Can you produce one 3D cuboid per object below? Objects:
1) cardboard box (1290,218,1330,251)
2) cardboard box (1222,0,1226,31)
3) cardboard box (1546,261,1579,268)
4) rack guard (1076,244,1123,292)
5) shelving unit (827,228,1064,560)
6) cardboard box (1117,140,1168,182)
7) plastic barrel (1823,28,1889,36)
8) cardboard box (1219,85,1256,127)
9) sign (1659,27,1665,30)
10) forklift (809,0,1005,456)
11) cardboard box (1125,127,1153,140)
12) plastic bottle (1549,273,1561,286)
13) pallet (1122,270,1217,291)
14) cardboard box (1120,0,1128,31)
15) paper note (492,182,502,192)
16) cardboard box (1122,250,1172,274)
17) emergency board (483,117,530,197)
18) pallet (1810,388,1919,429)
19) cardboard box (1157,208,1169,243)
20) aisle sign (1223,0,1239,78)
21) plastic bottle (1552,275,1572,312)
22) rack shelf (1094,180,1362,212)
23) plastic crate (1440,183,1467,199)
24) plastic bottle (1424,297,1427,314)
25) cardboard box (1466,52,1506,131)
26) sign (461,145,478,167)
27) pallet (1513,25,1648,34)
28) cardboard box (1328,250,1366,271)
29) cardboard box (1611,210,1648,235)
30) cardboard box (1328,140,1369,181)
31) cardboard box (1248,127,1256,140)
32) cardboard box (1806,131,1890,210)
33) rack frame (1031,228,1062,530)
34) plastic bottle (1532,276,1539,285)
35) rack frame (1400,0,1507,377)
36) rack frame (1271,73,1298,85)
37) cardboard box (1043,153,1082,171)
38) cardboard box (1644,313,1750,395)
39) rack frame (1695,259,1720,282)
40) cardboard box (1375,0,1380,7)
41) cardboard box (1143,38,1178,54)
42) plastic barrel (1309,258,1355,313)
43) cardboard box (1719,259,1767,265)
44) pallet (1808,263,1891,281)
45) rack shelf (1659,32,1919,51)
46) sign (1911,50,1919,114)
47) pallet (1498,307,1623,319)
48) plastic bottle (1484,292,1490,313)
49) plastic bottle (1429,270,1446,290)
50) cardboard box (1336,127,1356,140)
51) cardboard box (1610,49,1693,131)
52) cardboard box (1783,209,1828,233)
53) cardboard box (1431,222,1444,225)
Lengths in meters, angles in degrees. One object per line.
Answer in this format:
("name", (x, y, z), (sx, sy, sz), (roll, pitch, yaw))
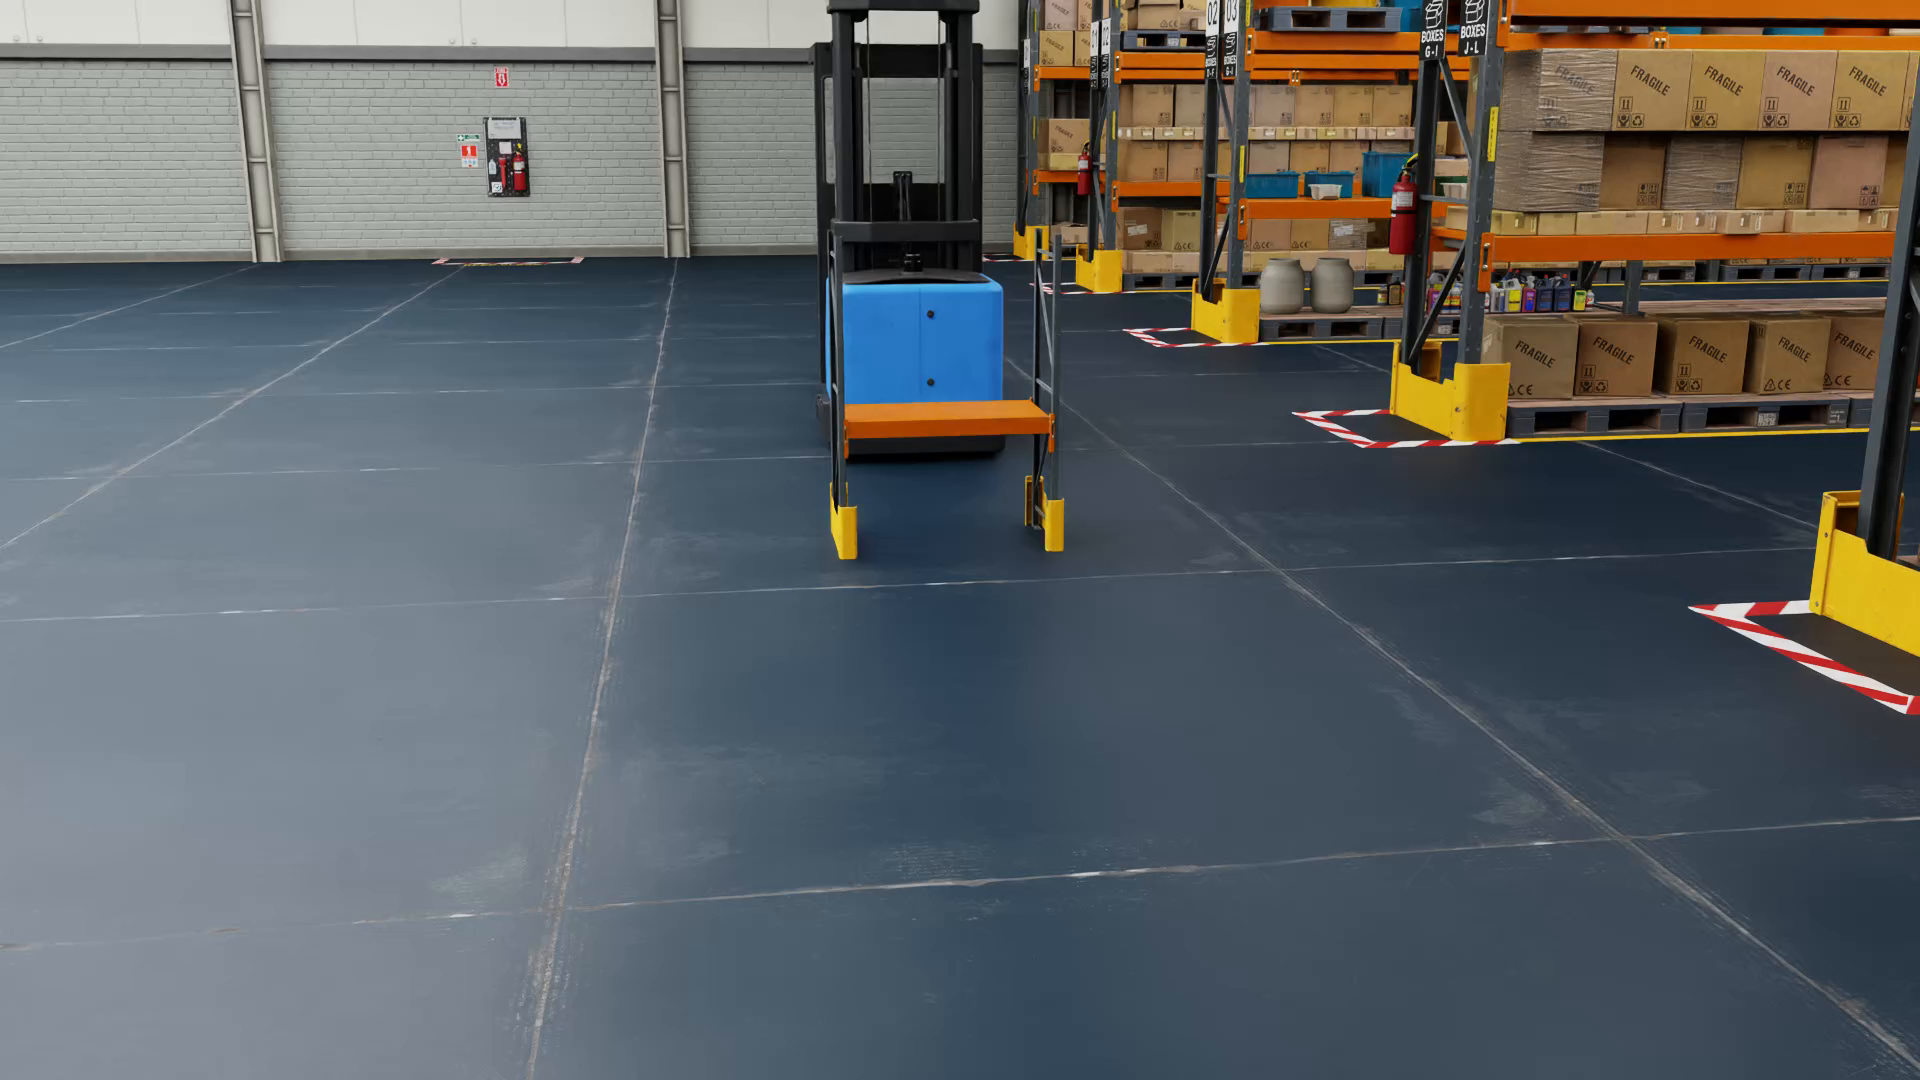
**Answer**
("cardboard box", (4.295, -3.891, 20.818), (0.500, 0.500, 0.500), (-2, 14, -8))
("cardboard box", (3.438, -6.385, 19.994), (0.500, 0.500, 0.500), (-2, 14, -8))
("cardboard box", (7.667, -3.642, 21.366), (0.500, 0.250, 0.500), (-2, 14, -7))
("rack guard", (1.732, -3.403, 20.762), (0.348, 0.500, 1.175), (-2, 14, -8))
("shelving unit", (-0.075, -0.725, 8.028), (1.083, 1.500, 0.587), (-2, 14, -8))
("cardboard box", (2.219, -4.678, 20.504), (0.500, 0.500, 0.700), (-2, 14, -8))
("plastic barrel", (8.909, -5.376, 16.444), (0.708, 0.830, 0.600), (-2, 14, -8))
("cardboard box", (3.289, -5.348, 20.509), (0.500, 0.500, 0.700), (-2, 14, -8))
("sign", (6.516, -4.896, 15.393), (0.005, 0.325, 0.100), (-2, 14, -8))
("forklift", (-0.428, -2.241, 11.134), (1.130, 2.935, 3.031), (-2, 14, -7))
("cardboard box", (2.176, -4.942, 20.221), (0.250, 0.149, 0.380), (-2, 14, -9))
("plastic bottle", (5.830, -2.440, 16.325), (0.185, 0.351, 0.144), (-2, 14, -8))
("pallet", (2.506, -3.301, 20.951), (1.213, 0.211, 1.003), (-2, 14, -8))
("cardboard box", (2.440, -7.788, 24.643), (0.500, 0.500, 0.500), (-2, 14, -7))
("paper note", (-6.990, -5.326, 25.103), (0.142, 0.148, 0.016), (-2, 14, -8))
("cardboard box", (2.319, -3.452, 20.609), (0.500, 0.250, 0.500), (-2, 14, -8))
("emergency board", (-6.805, -5.743, 24.955), (0.643, 1.169, 0.194), (-2, 14, -8))
("pallet", (6.524, -0.993, 11.746), (1.213, 0.211, 1.003), (-2, 14, -8))
("cardboard box", (3.008, -4.847, 25.617), (0.500, 0.500, 0.700), (-3, 14, -12))
("aisle sign", (2.462, -4.612, 15.102), (0.004, 0.787, 0.394), (-2, 14, -8))
("plastic bottle", (5.851, -2.405, 16.187), (0.185, 0.351, 0.144), (-2, 14, -10))
("rack shelf", (3.733, -4.340, 20.838), (4.000, 0.370, 1.077), (-2, 14, -8))
("plastic crate", (4.877, -3.322, 15.842), (0.437, 0.136, 0.530), (-2, 14, -8))
("plastic bottle", (4.431, -2.275, 15.975), (0.097, 0.201, 0.097), (0, 14, 0))
("cardboard box", (3.735, -2.990, 11.106), (0.500, 0.500, 0.500), (-2, 14, -8))
("sign", (-7.367, -5.765, 24.970), (0.234, 0.329, 0.001), (-2, 14, -8))
("pallet", (5.746, -4.883, 15.748), (1.003, 0.211, 1.213), (-2, 14, -8))
("cardboard box", (4.789, -3.546, 20.983), (0.500, 0.250, 0.500), (-2, 14, -8))
("cardboard box", (4.289, -2.088, 10.898), (0.250, 0.149, 0.380), (-2, 14, -8))
("cardboard box", (4.753, -4.771, 20.875), (0.500, 0.500, 0.700), (-2, 14, -9))
("cardboard box", (3.449, -4.989, 20.409), (0.250, 0.149, 0.380), (-2, 14, -9))
("cardboard box", (5.750, -2.517, 11.276), (0.500, 0.500, 0.875), (-2, 14, -8))
("rack frame", (0.418, -0.743, 8.101), (0.032, 1.500, 0.500), (-2, 14, -8))
("plastic bottle", (5.766, -2.515, 16.764), (0.133, 0.283, 0.061), (-2, 14, -8))
("rack frame", (3.228, -2.233, 10.959), (0.127, 3.000, 1.000), (-2, 14, -8))
("rack frame", (4.969, -5.952, 25.790), (0.127, 3.000, 1.000), (-2, 14, -8))
("cardboard box", (1.544, -5.686, 24.994), (0.500, 0.250, 0.500), (-3, 14, -10))
("cardboard box", (5.056, -1.291, 11.478), (0.500, 0.500, 0.500), (-1, 14, -3))
("rack frame", (9.666, -4.906, 21.617), (0.127, 3.000, 1.000), (-2, 14, -8))
("cardboard box", (5.174, -6.581, 20.774), (0.500, 0.500, 0.500), (-1, 14, -4))
("cardboard box", (2.958, -7.328, 24.861), (0.500, 0.500, 0.500), (-1, 14, -5))
("plastic barrel", (3.625, -2.482, 16.202), (0.421, 0.512, 0.421), (0, 14, 0))
("cardboard box", (10.159, -3.855, 21.660), (0.500, 0.500, 0.500), (-1, 14, -6))
("pallet", (11.614, -3.615, 22.201), (1.213, 0.211, 1.003), (-2, 14, -8))
("rack shelf", (8.423, -4.748, 16.300), (4.000, 0.370, 1.077), (-2, 14, -8))
("sign", (3.800, -1.844, 6.540), (0.005, 0.325, 0.100), (-2, 14, -8))
("pallet", (5.775, -2.202, 16.570), (1.213, 0.211, 1.003), (-2, 14, -8))
("plastic bottle", (5.068, -2.298, 16.068), (0.097, 0.201, 0.097), (0, 14, 0))
("plastic bottle", (4.794, -2.539, 16.722), (0.185, 0.351, 0.144), (-2, 14, -6))
("cardboard box", (4.711, -5.034, 20.591), (0.250, 0.149, 0.380), (-2, 14, -8))
("cardboard box", (4.308, -2.882, 10.673), (0.500, 0.500, 0.500), (-2, 14, -8))
("cardboard box", (5.529, -2.127, 11.052), (0.250, 0.149, 0.380), (-2, 14, -8))
("cardboard box", (6.069, -3.987, 21.588), (0.500, 0.311, 0.500), (-2, 14, -8))
